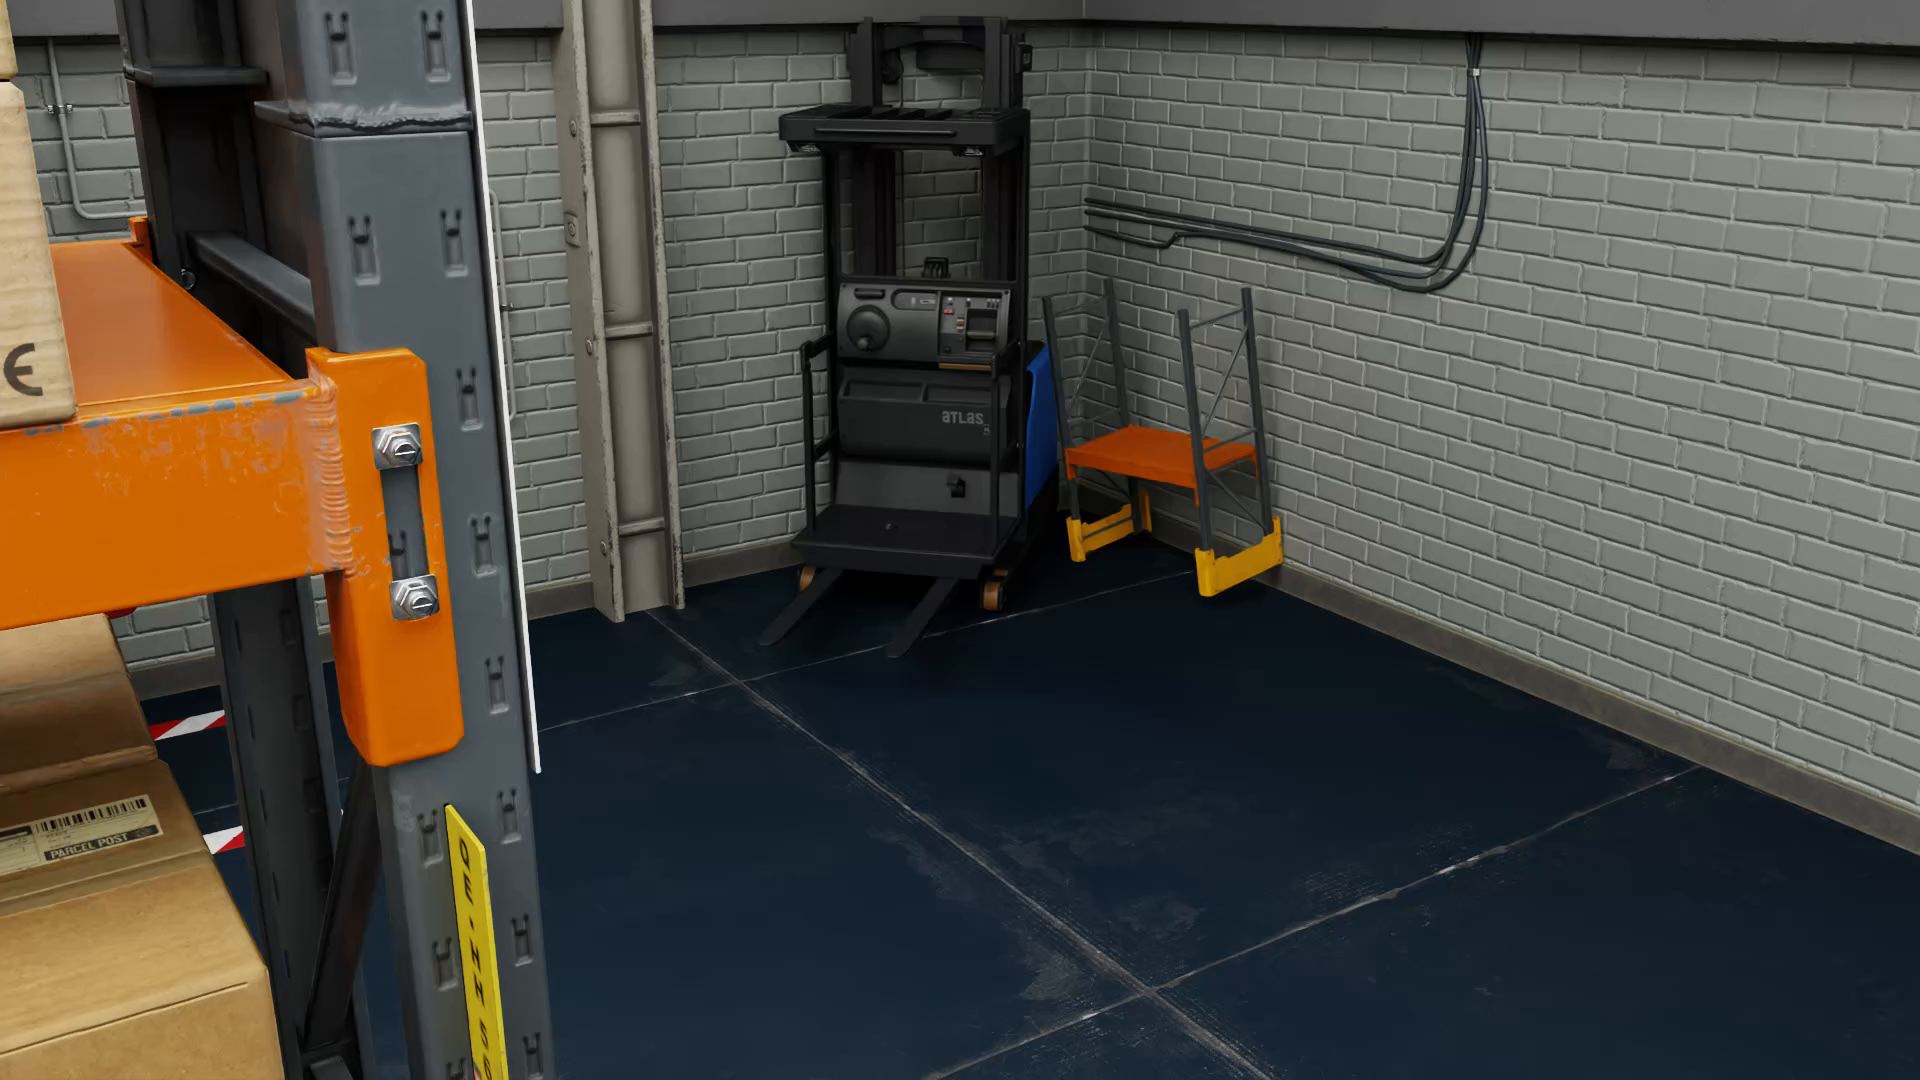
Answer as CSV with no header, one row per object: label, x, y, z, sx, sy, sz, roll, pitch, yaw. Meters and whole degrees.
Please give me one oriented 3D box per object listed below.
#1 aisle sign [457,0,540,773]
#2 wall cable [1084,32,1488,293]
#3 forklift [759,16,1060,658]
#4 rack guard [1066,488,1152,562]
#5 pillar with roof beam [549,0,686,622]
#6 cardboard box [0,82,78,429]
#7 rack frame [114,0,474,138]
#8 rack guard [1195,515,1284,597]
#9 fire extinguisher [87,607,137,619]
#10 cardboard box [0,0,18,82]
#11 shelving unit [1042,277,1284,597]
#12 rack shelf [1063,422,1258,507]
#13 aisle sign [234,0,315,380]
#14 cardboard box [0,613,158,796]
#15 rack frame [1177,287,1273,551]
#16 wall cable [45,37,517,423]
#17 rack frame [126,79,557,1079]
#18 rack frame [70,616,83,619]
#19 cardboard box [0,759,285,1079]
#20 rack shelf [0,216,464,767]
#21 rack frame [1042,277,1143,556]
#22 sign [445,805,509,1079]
aisle sign,-0.508,-0.205,1.607,0.004,0.787,0.394,-12,22,-31
wall cable,1.459,-2.639,8.348,0.112,2.526,3.097,-12,22,-31
forklift,-0.241,-1.145,8.557,1.130,2.935,3.031,4,19,13
rack guard,0.856,-0.088,9.499,0.587,0.250,0.087,-22,23,-33
pillar with roof beam,0.686,-2.765,3.872,0.400,9.000,9.100,-12,22,-31
cardboard box,-1.018,-0.232,1.298,0.500,0.250,0.500,-12,22,-31
rack frame,-0.734,-1.885,1.270,0.127,3.000,1.000,-12,22,-31
rack guard,1.471,0.081,8.734,0.587,0.250,0.087,-22,23,-33
fire extinguisher,-3.081,-0.057,5.933,0.183,0.674,0.296,-12,22,-31
cardboard box,-1.022,-0.471,1.225,0.500,0.250,0.500,-12,22,-31
shelving unit,1.071,-0.588,8.914,0.587,1.500,1.083,-22,23,-33
rack shelf,1.092,-0.421,8.979,0.538,0.185,1.000,-22,23,-33
aisle sign,-0.838,-0.365,2.082,0.004,0.787,0.394,-12,22,-31
cardboard box,-1.249,0.444,2.032,0.500,0.500,0.500,-11,22,-30
rack frame,1.379,-0.503,8.530,0.500,1.500,0.032,-22,23,-33
wall cable,-2.912,-1.327,7.401,1.851,1.984,0.084,-12,22,-31
rack frame,-0.734,0.957,2.231,0.127,3.000,1.000,-12,22,-31
rack frame,-3.461,-0.367,6.148,0.127,3.000,1.000,-12,22,-31
cardboard box,-0.954,0.588,1.605,0.500,0.500,0.500,-12,22,-32
rack shelf,-2.404,0.229,0.823,4.000,0.370,1.077,-12,22,-31
rack frame,0.752,-0.675,9.312,0.500,1.500,0.032,-22,23,-33
sign,-0.445,0.411,1.545,0.005,0.325,0.100,-12,22,-31
